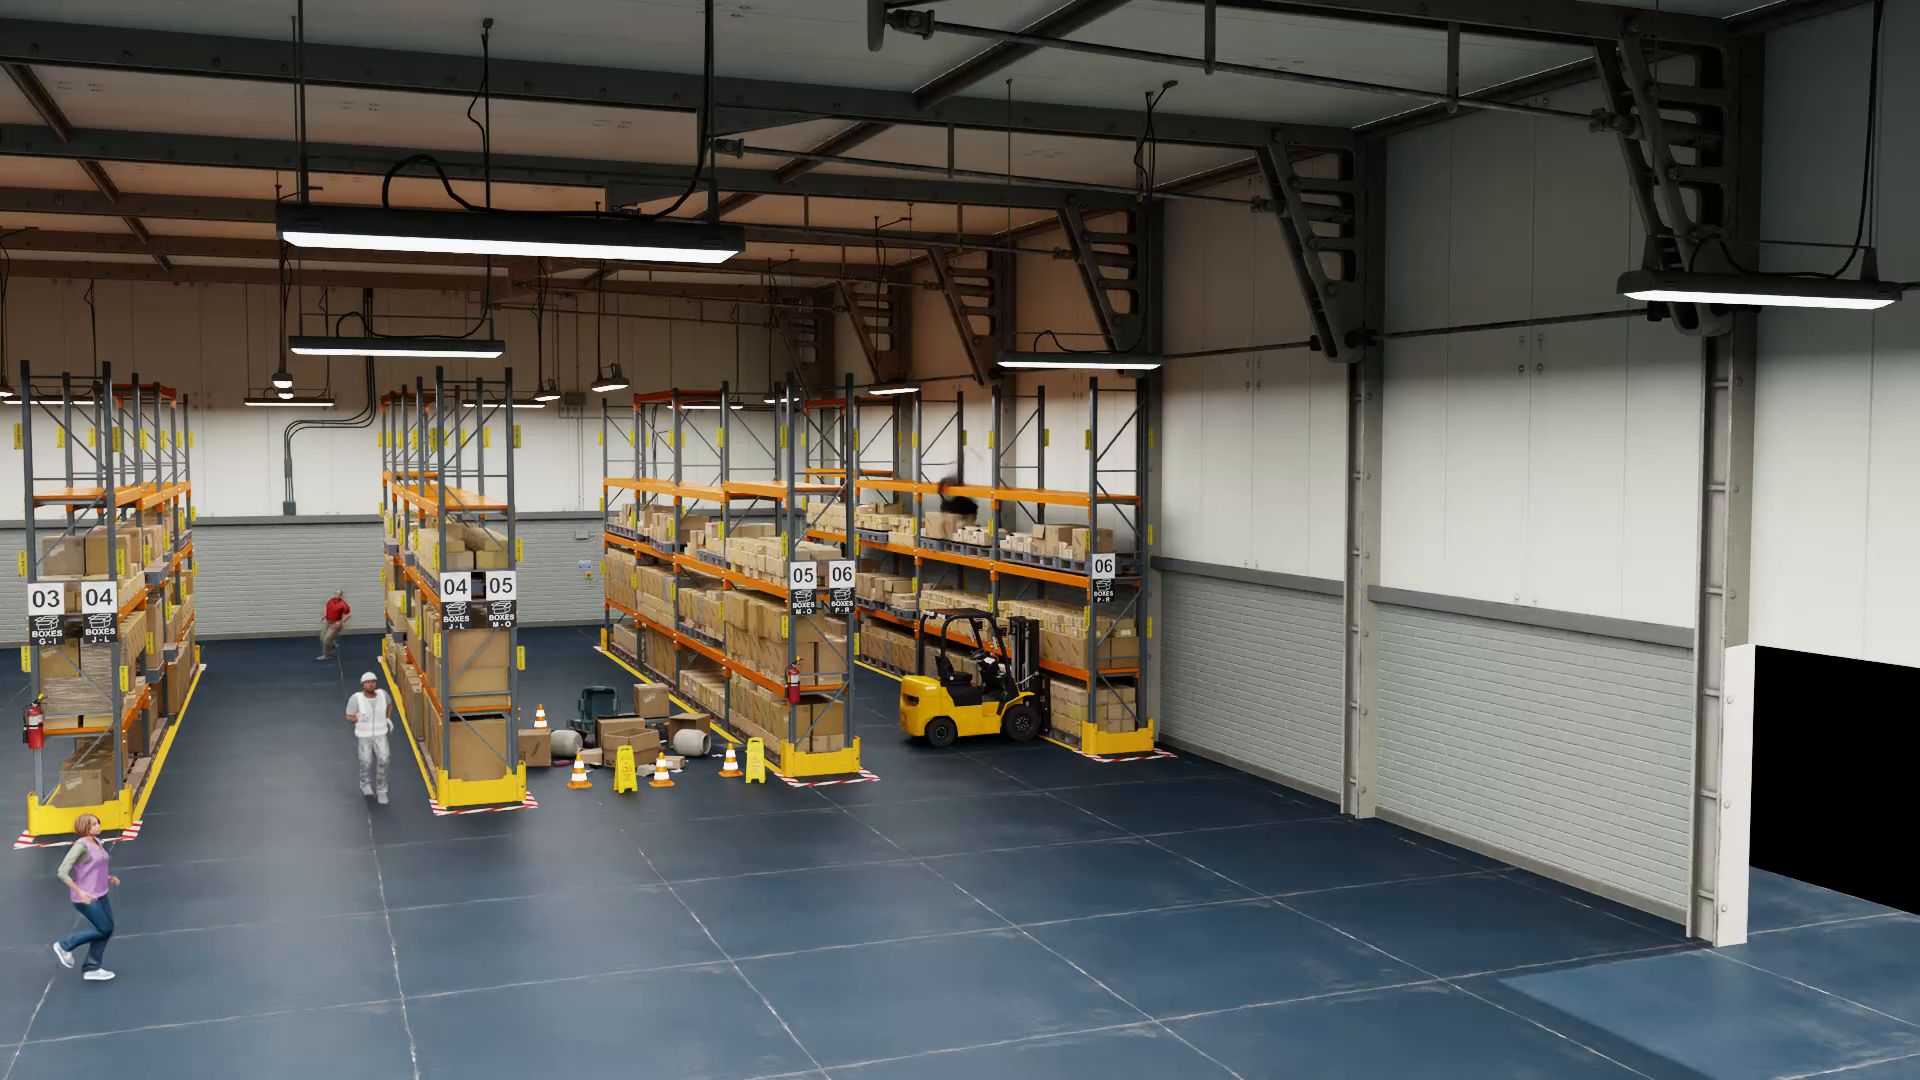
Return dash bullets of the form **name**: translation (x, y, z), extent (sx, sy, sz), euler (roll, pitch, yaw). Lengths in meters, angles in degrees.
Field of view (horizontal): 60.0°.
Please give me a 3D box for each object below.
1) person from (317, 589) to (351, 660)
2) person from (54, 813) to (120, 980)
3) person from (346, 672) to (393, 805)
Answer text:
- **person**: translation (-14.210, 1.916, 37.880), extent (0.820, 1.621, 0.685), euler (1, 4, 14)
- **person**: translation (-8.079, 3.300, 15.392), extent (0.556, 1.552, 0.549), euler (0, 3, -4)
- **person**: translation (-8.130, 2.737, 22.959), extent (0.656, 1.844, 0.782), euler (-2, 4, -29)
